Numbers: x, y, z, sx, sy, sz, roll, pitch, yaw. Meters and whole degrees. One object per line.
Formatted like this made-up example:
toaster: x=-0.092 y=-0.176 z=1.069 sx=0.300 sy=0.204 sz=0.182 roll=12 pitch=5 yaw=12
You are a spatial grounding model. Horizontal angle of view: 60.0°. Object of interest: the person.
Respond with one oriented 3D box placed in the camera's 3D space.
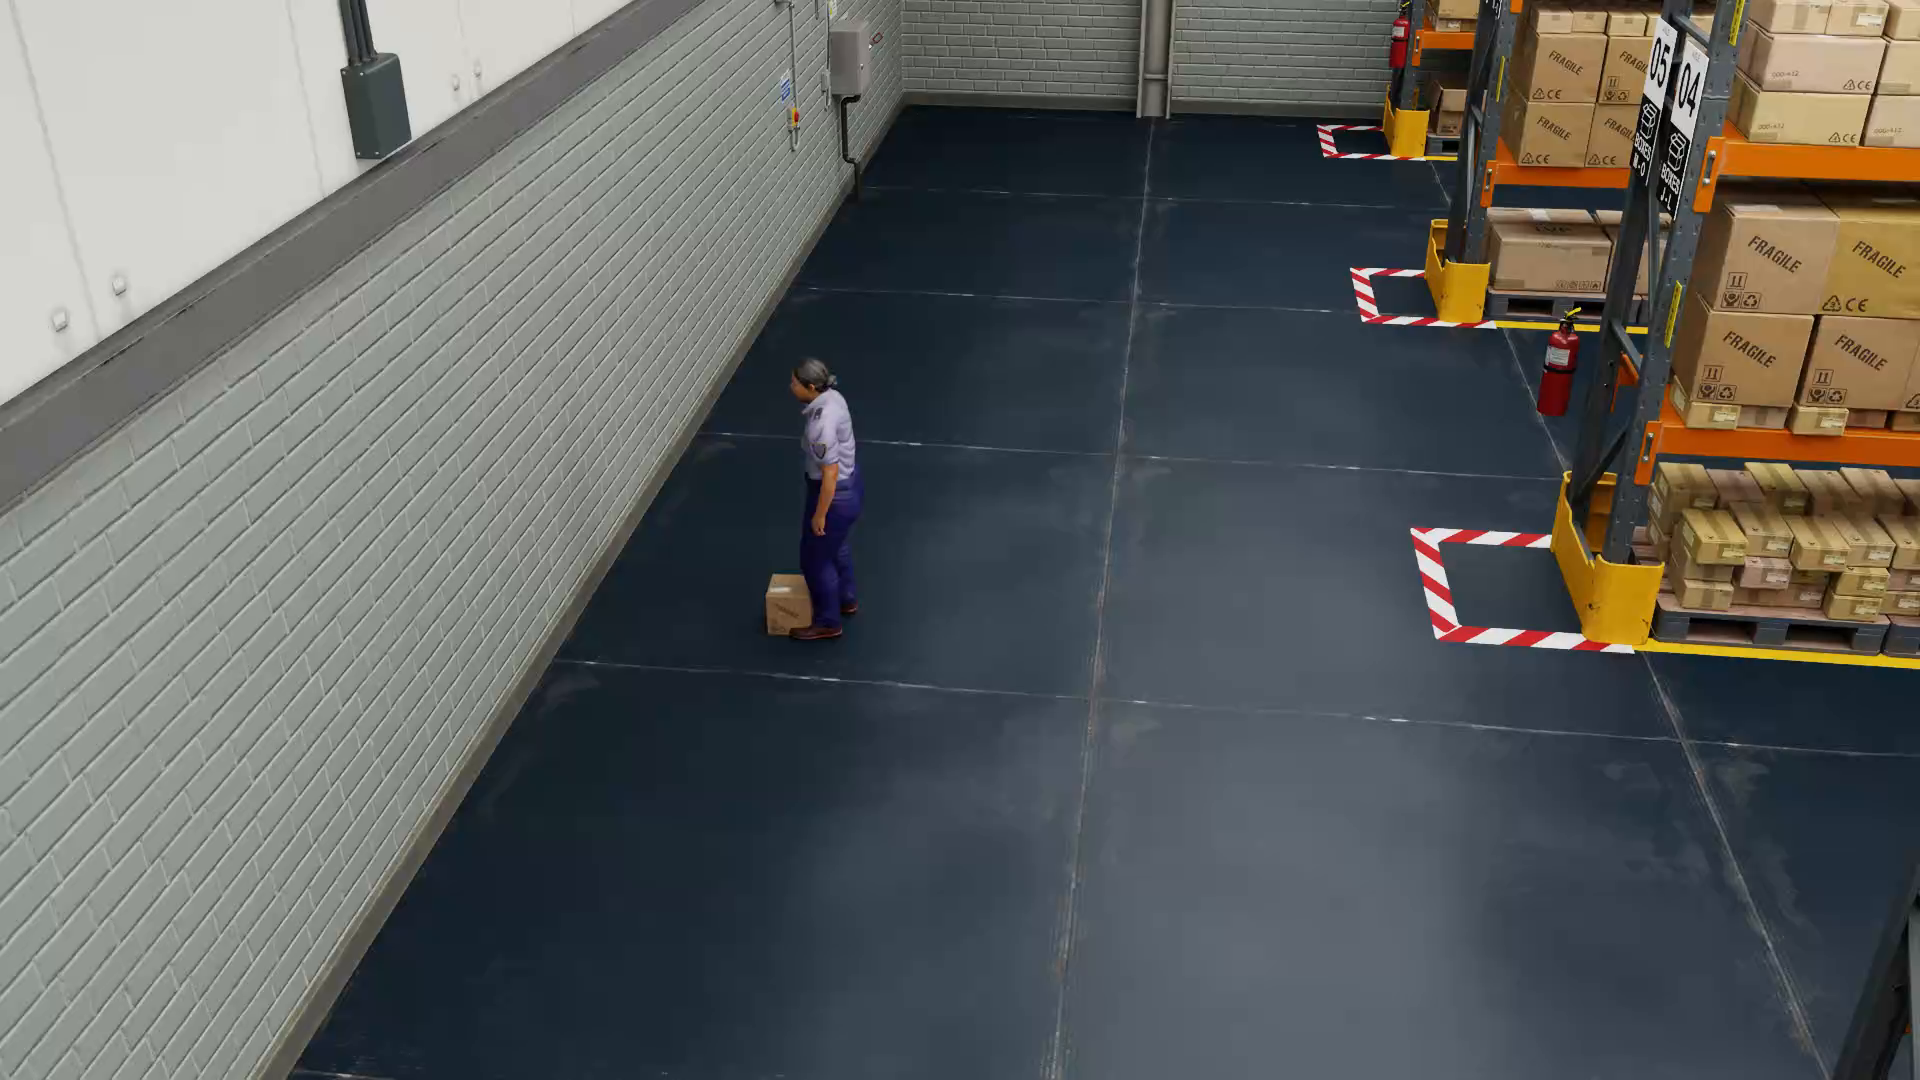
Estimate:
person: x=-0.760 y=-0.240 z=9.074 sx=0.392 sy=1.650 sz=0.553 roll=2 pitch=29 yaw=4
